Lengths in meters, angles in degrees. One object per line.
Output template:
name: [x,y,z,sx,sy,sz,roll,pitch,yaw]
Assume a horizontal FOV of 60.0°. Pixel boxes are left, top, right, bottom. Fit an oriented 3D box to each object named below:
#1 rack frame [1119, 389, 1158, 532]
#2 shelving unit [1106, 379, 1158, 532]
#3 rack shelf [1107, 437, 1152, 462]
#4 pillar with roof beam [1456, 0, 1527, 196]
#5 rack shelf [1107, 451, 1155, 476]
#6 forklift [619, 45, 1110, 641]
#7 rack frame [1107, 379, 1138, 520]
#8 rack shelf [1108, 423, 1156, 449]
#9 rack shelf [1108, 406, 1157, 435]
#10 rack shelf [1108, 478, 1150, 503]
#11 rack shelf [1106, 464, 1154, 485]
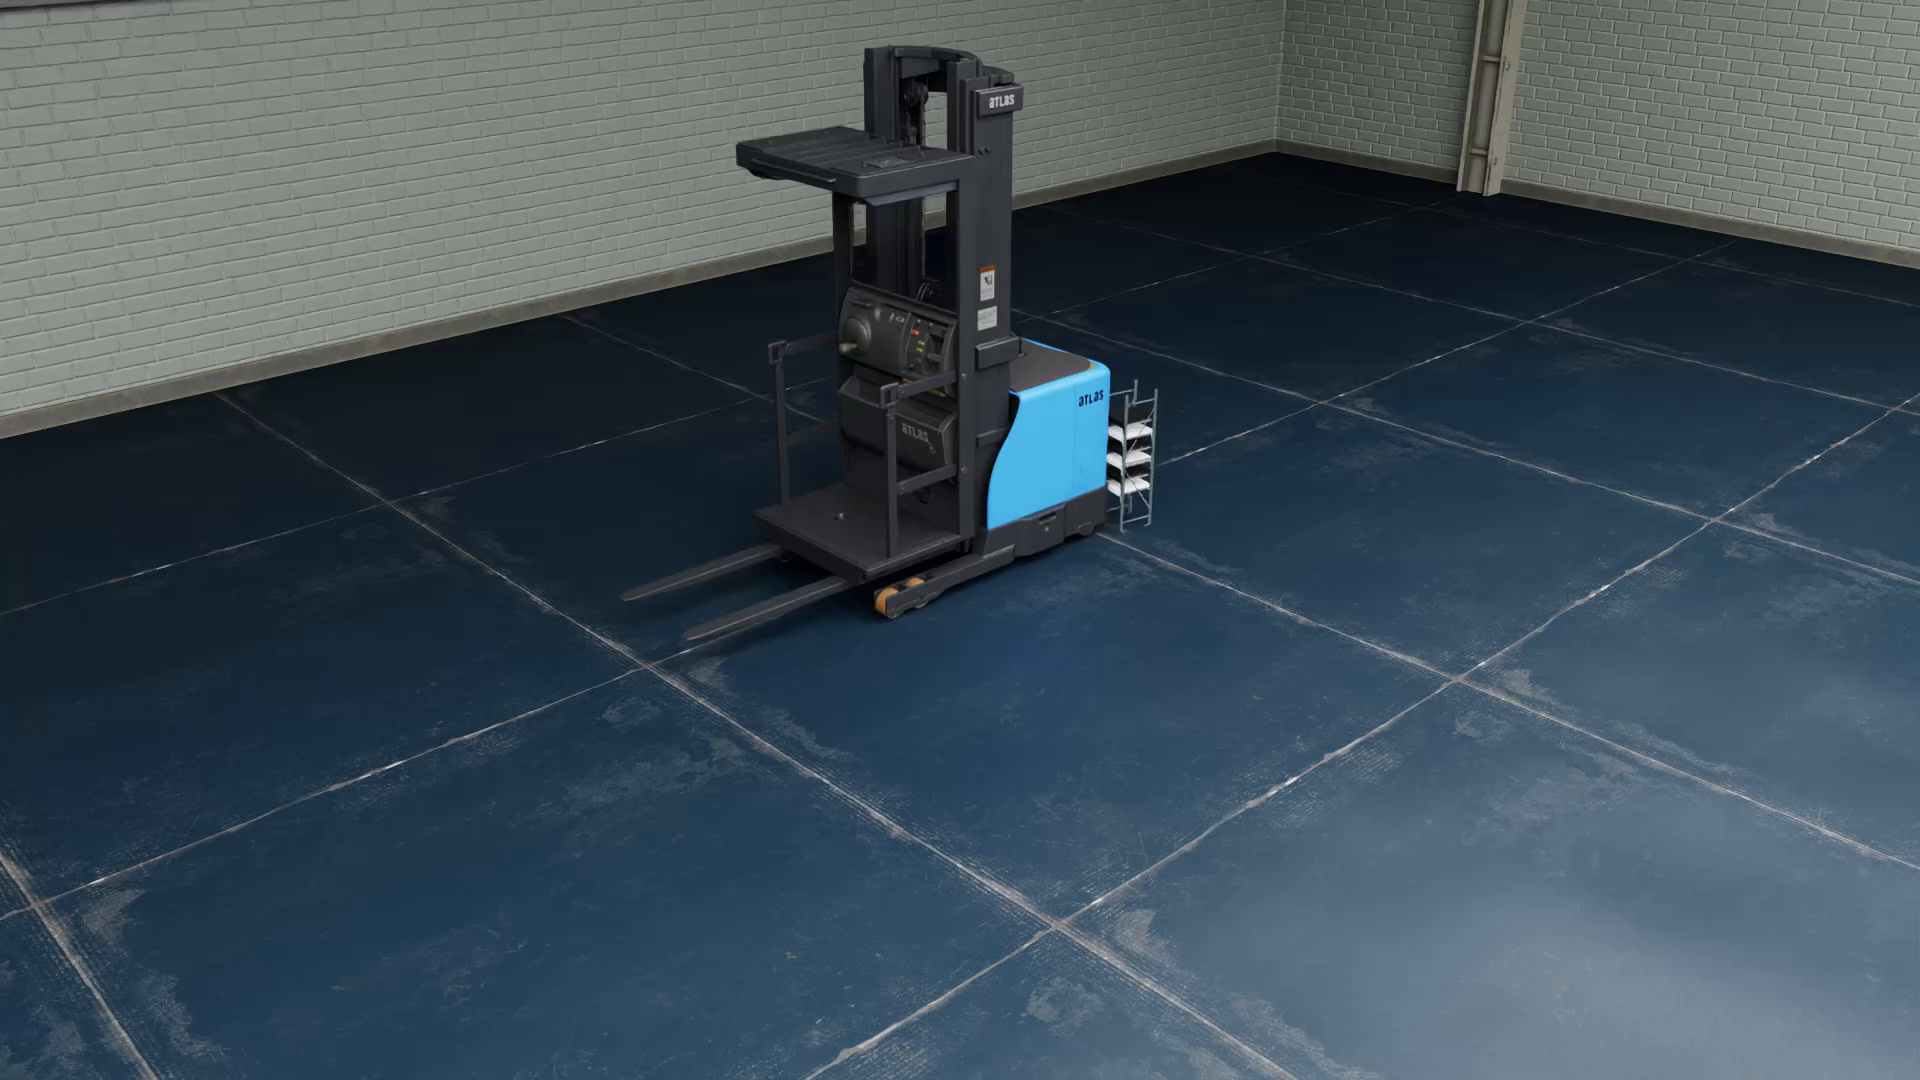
rack frame: [1.096,-0.483,10.224,0.240,0.900,0.006,-14,28,-28]
shelving unit: [1.044,-0.519,10.303,0.258,0.900,0.210,-14,28,-28]
rack shelf: [1.044,-0.571,10.280,0.258,0.077,0.200,-14,28,-28]
pillar with roof beam: [2.772,-6.852,14.427,9.100,9.000,0.400,-21,32,-38]
rack shelf: [1.044,-0.489,10.317,0.258,0.077,0.200,-14,28,-28]
forklift: [-0.513,-1.140,9.218,3.031,2.935,1.130,-21,32,-38]
rack frame: [0.991,-0.555,10.382,0.240,0.900,0.006,-14,28,-28]
rack shelf: [1.044,-0.653,10.243,0.258,0.077,0.200,-14,28,-28]
rack shelf: [1.044,-0.735,10.205,0.258,0.077,0.200,-14,28,-28]
rack shelf: [1.044,-0.325,10.392,0.258,0.077,0.200,-14,28,-28]
rack shelf: [1.044,-0.407,10.354,0.258,0.077,0.200,-14,28,-28]
